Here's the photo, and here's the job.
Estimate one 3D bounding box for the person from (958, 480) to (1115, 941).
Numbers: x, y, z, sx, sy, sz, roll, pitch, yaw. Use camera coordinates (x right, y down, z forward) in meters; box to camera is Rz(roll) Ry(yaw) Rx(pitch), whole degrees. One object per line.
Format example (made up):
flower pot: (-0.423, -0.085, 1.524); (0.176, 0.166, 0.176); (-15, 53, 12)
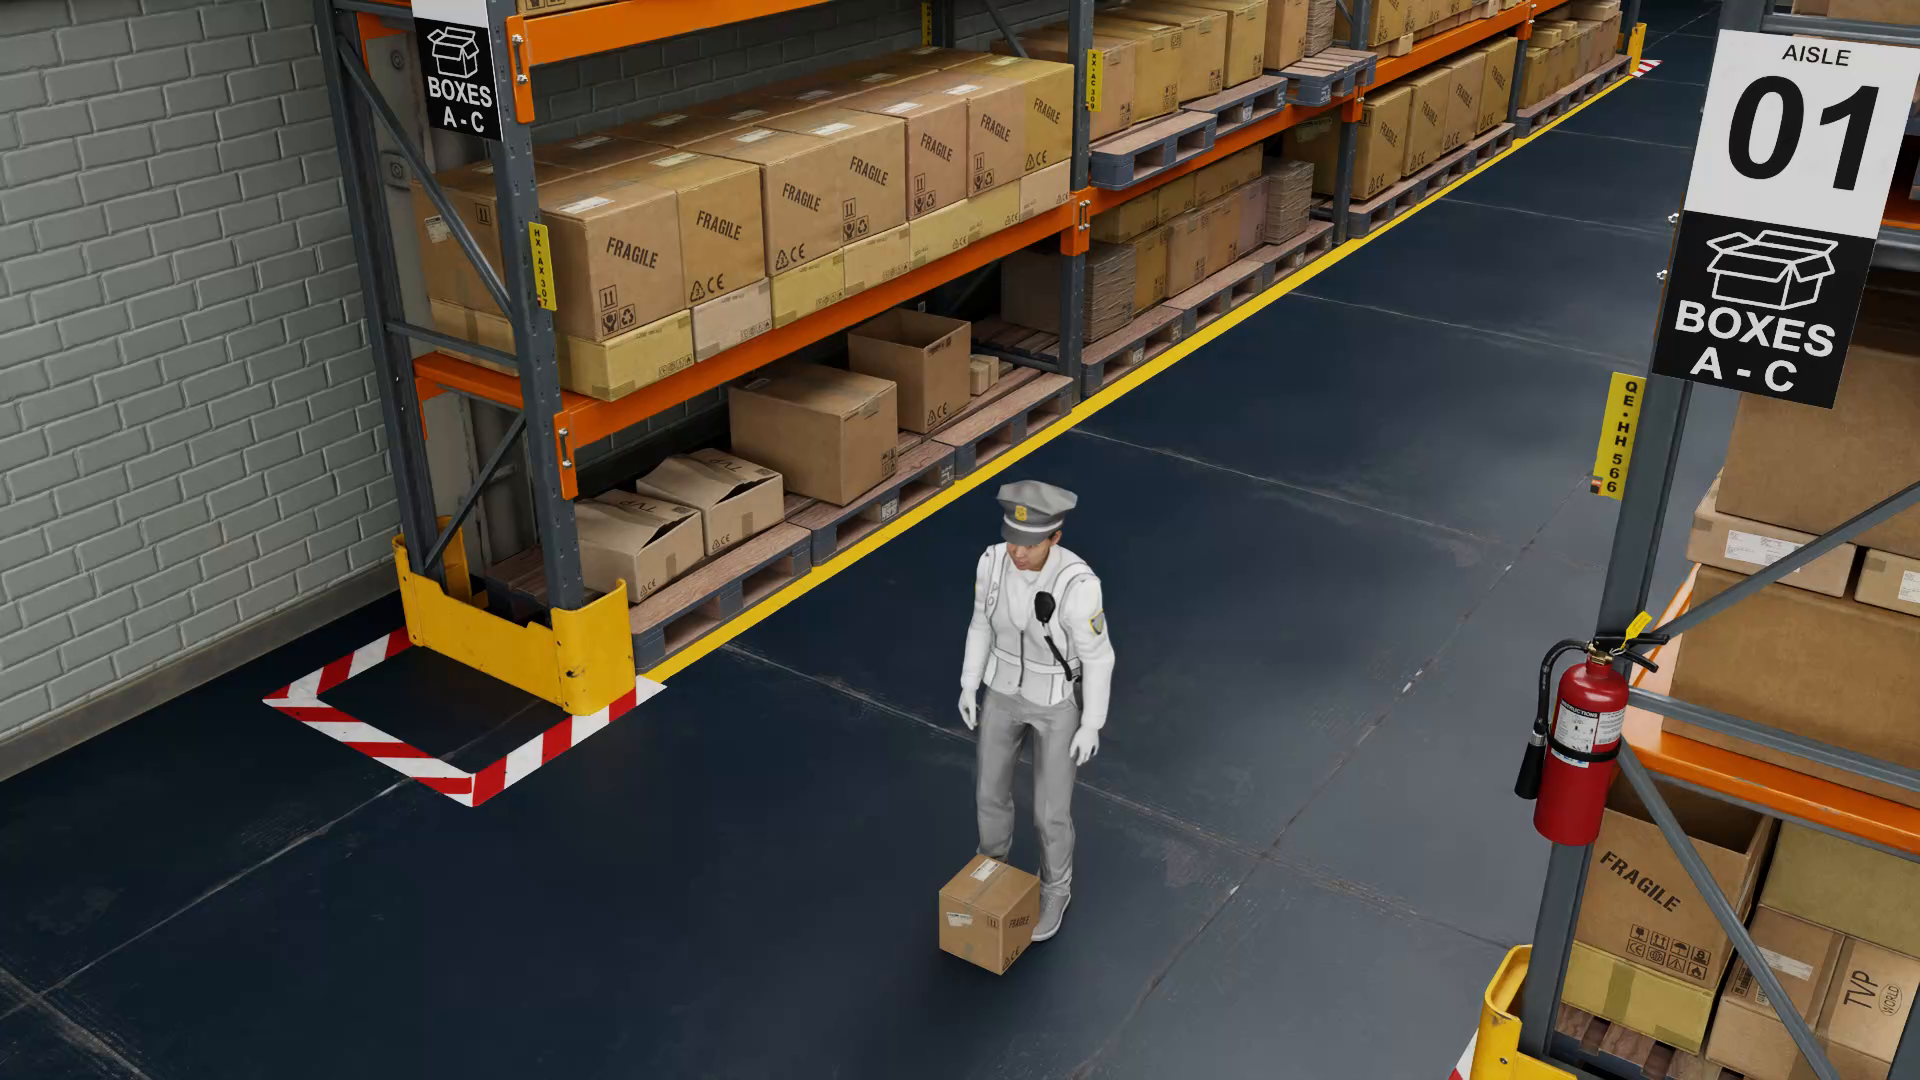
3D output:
person: (0.237, 0.554, 5.532); (0.543, 1.662, 0.376); (15, 31, 27)
